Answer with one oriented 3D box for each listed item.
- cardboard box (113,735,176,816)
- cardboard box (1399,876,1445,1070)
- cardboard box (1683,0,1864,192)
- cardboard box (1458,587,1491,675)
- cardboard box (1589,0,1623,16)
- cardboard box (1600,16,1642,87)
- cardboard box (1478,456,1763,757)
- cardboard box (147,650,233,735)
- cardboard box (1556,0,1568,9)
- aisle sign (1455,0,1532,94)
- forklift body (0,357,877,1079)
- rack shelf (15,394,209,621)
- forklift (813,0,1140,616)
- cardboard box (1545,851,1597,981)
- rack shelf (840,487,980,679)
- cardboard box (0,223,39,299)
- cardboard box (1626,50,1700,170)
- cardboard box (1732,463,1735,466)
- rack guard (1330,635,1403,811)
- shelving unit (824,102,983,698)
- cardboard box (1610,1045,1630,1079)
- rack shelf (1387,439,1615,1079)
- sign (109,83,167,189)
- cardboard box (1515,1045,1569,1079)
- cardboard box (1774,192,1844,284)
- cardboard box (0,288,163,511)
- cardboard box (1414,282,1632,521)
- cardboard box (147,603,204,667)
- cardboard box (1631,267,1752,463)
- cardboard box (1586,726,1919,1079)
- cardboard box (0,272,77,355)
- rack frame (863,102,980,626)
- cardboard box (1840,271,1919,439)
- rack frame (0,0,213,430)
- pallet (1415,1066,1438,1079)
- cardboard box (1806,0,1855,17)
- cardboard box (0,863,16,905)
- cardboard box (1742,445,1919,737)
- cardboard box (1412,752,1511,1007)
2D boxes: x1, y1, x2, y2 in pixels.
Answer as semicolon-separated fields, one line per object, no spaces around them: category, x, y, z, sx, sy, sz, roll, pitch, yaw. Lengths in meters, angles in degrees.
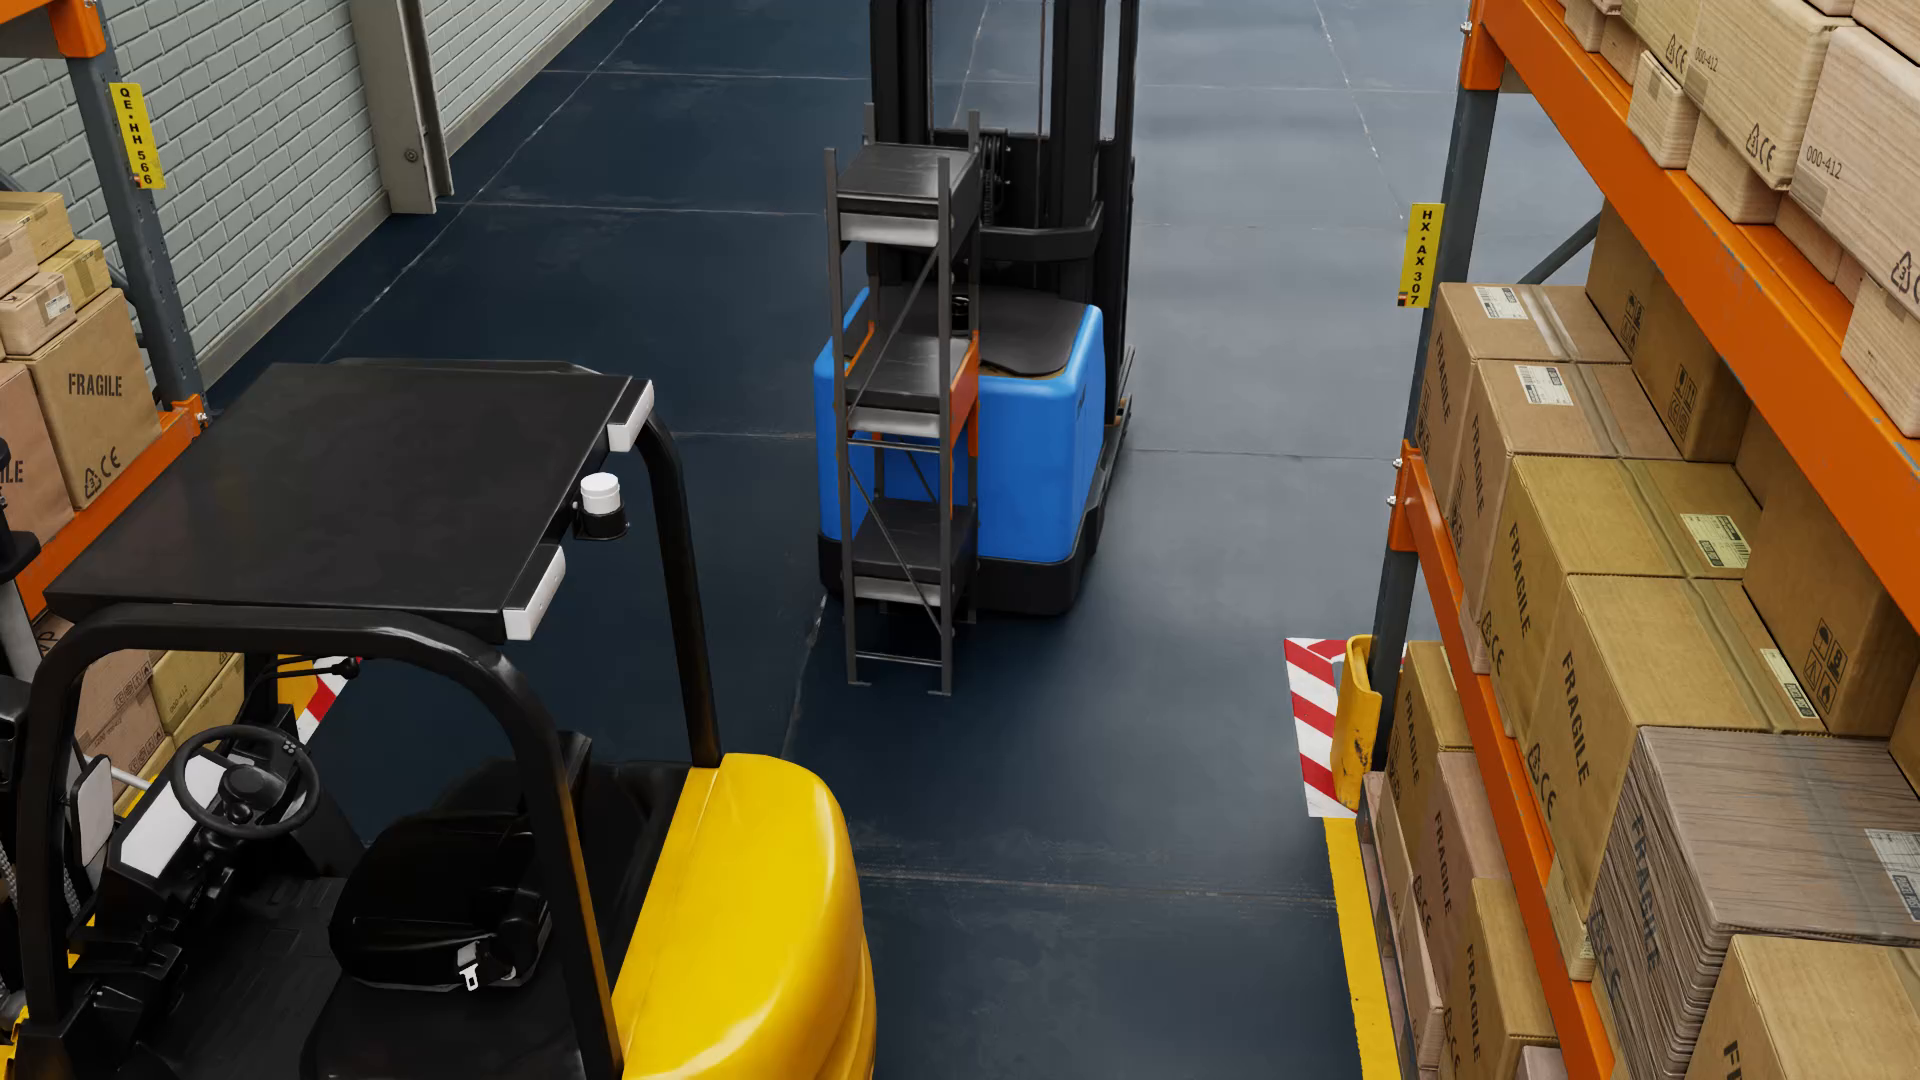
cardboard box;-2.811;0.850;5.232;0.500;0.250;0.500;2;32;4
cardboard box;1.520;1.218;4.635;0.500;0.250;0.500;4;32;6
cardboard box;1.474;-0.738;2.588;0.500;0.250;0.500;3;32;5
cardboard box;1.501;0.224;4.267;0.380;0.149;0.250;3;32;5
cardboard box;1.553;-1.276;3.461;0.500;0.250;0.500;2;32;3
cardboard box;1.576;-1.052;3.479;0.380;0.149;0.250;2;32;4
cardboard box;1.516;0.154;3.763;0.500;0.500;0.500;2;32;3
cardboard box;-2.766;0.386;5.508;0.500;0.250;0.500;2;32;3
cardboard box;1.627;-1.320;3.913;0.380;0.149;0.250;1;32;2
aisle sign;1.606;-1.603;4.514;0.394;0.787;0.004;2;32;4
forklift body;-1.374;0.770;3.950;2.313;2.155;1.214;2;32;4
rack shelf;-3.200;0.692;3.955;1.077;0.370;4.000;2;32;4
forklift;0.225;-1.708;7.228;1.130;2.935;3.031;6;32;10
cardboard box;1.422;0.767;3.386;0.380;0.149;0.250;3;32;4
rack shelf;-0.181;0.159;6.350;0.431;0.518;0.480;6;32;10
cardboard box;-2.846;-0.779;4.658;0.380;0.149;0.250;3;32;4
cardboard box;1.458;-0.785;3.045;0.380;0.149;0.250;3;32;5
cardboard box;2.095;-0.062;4.113;0.500;0.500;0.500;3;32;4
rack guard;1.904;0.653;5.713;1.175;0.500;0.348;2;32;4
shelving unit;-0.181;-0.448;5.976;0.431;2.100;0.503;6;32;10
cardboard box;1.386;1.036;2.950;0.380;0.149;0.250;2;32;3
rack shelf;1.747;0.902;3.614;1.077;0.370;4.000;2;32;4
sign;-2.498;-1.224;5.047;0.100;0.325;0.005;2;32;4
cardboard box;1.445;1.460;3.528;0.500;0.500;0.500;4;32;7
cardboard box;1.527;-0.511;2.601;0.380;0.149;0.250;2;32;4
cardboard box;-2.816;-0.435;5.001;0.500;0.500;0.500;2;32;3
cardboard box;1.595;-0.384;4.635;0.500;0.500;0.500;2;32;3
cardboard box;-2.764;0.160;5.399;0.500;0.250;0.500;3;32;6
cardboard box;2.037;-0.505;3.878;0.700;0.500;0.500;3;32;4
cardboard box;1.445;0.688;2.896;0.500;0.500;0.500;3;32;5
cardboard box;-2.778;-0.651;4.734;0.380;0.149;0.250;3;32;5
rack frame;-0.131;-0.574;6.179;0.400;2.100;0.015;6;32;10
cardboard box;1.404;-0.244;2.168;0.380;0.149;0.250;3;32;5
rack frame;-3.038;-0.661;5.463;1.000;3.000;0.127;2;32;4
pallet;1.700;1.836;4.070;1.003;0.211;1.213;2;32;4
cardboard box;1.424;-0.858;2.404;0.380;0.149;0.250;3;32;5
cardboard box;-2.838;0.919;4.644;0.500;0.250;0.500;2;32;3
cardboard box;1.919;0.021;3.024;0.700;0.500;0.500;2;32;4
cardboard box;1.529;0.918;4.407;0.500;0.500;0.500;1;32;2
